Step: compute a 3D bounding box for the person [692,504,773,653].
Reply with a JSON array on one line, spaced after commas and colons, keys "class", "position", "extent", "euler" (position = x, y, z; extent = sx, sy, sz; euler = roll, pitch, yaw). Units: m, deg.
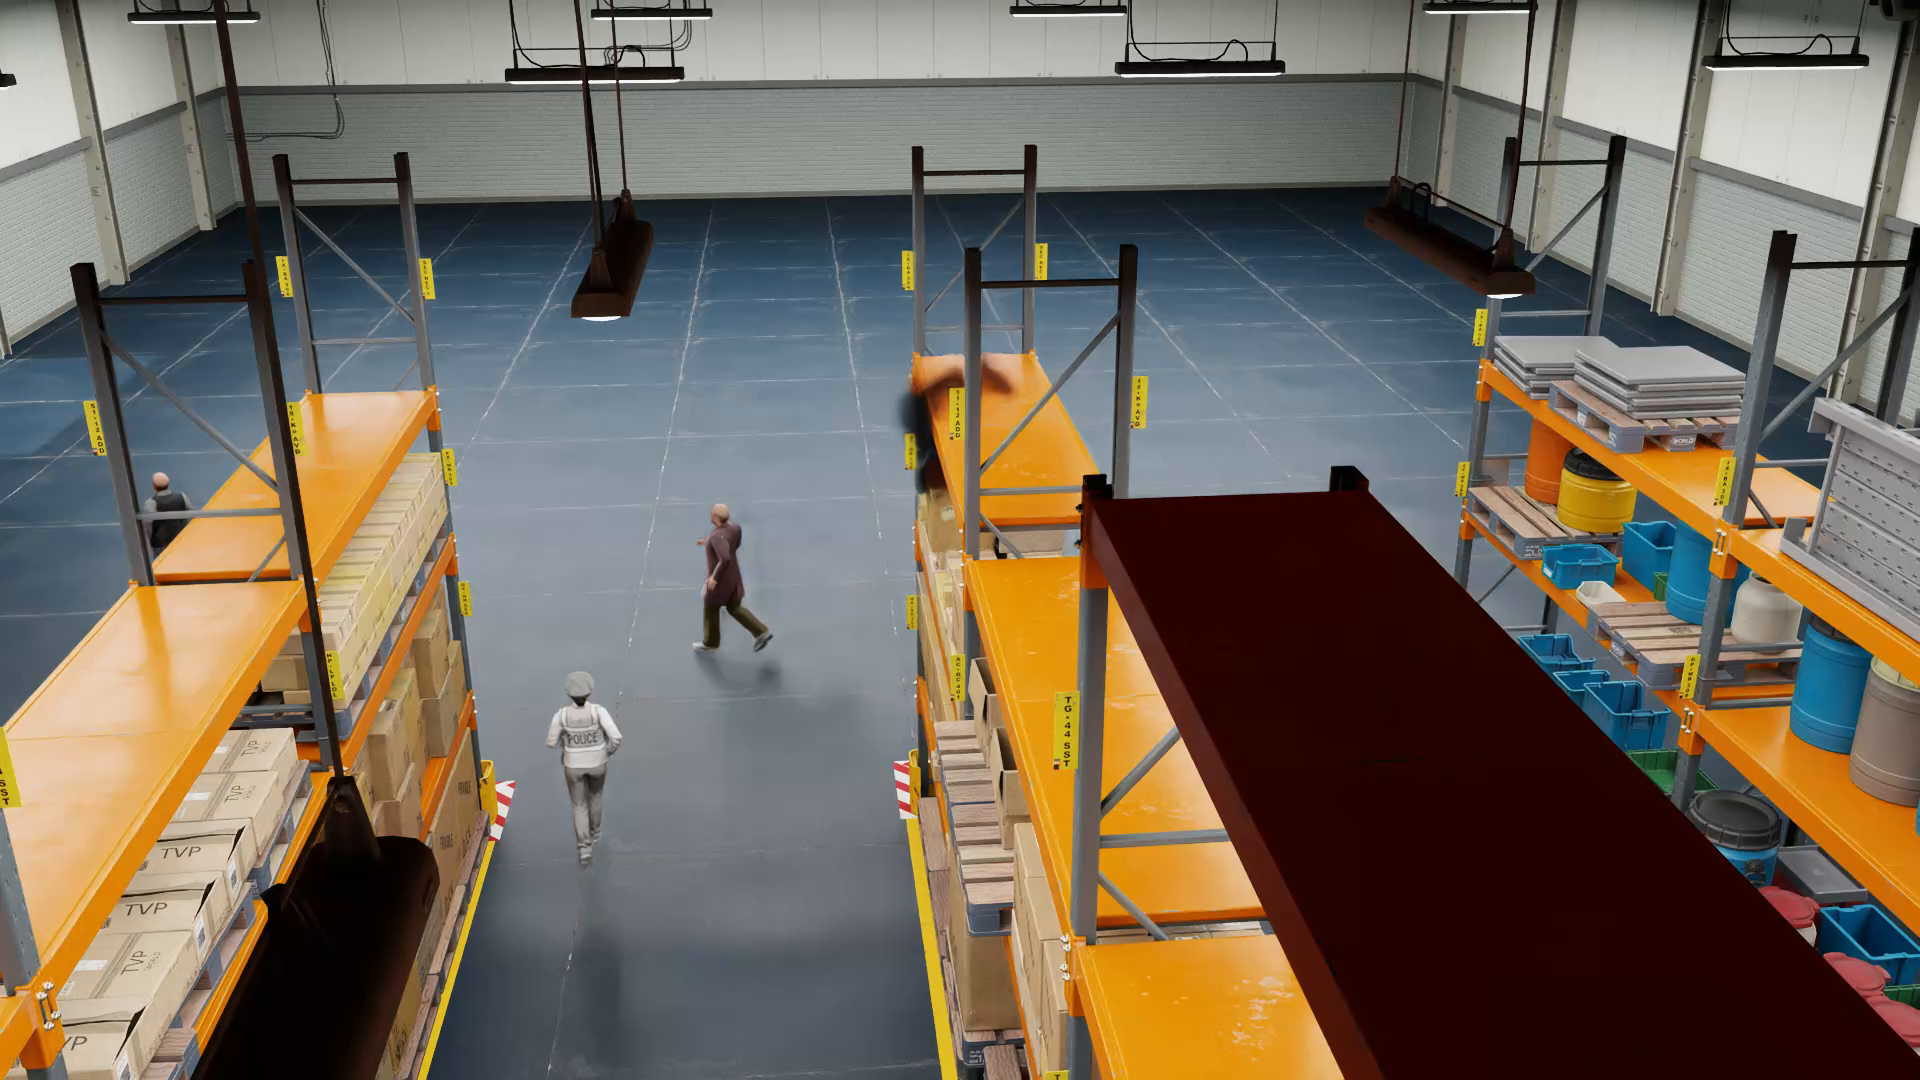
[{"class": "person", "position": [-2.523, 0.440, 18.060], "extent": [1.001, 1.767, 0.713], "euler": [10, 24, 23]}]

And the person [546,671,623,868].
[{"class": "person", "position": [-3.116, 1.899, 13.880], "extent": [0.623, 1.705, 0.723], "euler": [-5, 22, -12]}]

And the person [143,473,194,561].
[{"class": "person", "position": [-9.044, 0.094, 19.122], "extent": [0.898, 1.784, 0.687], "euler": [19, 28, 39]}]
